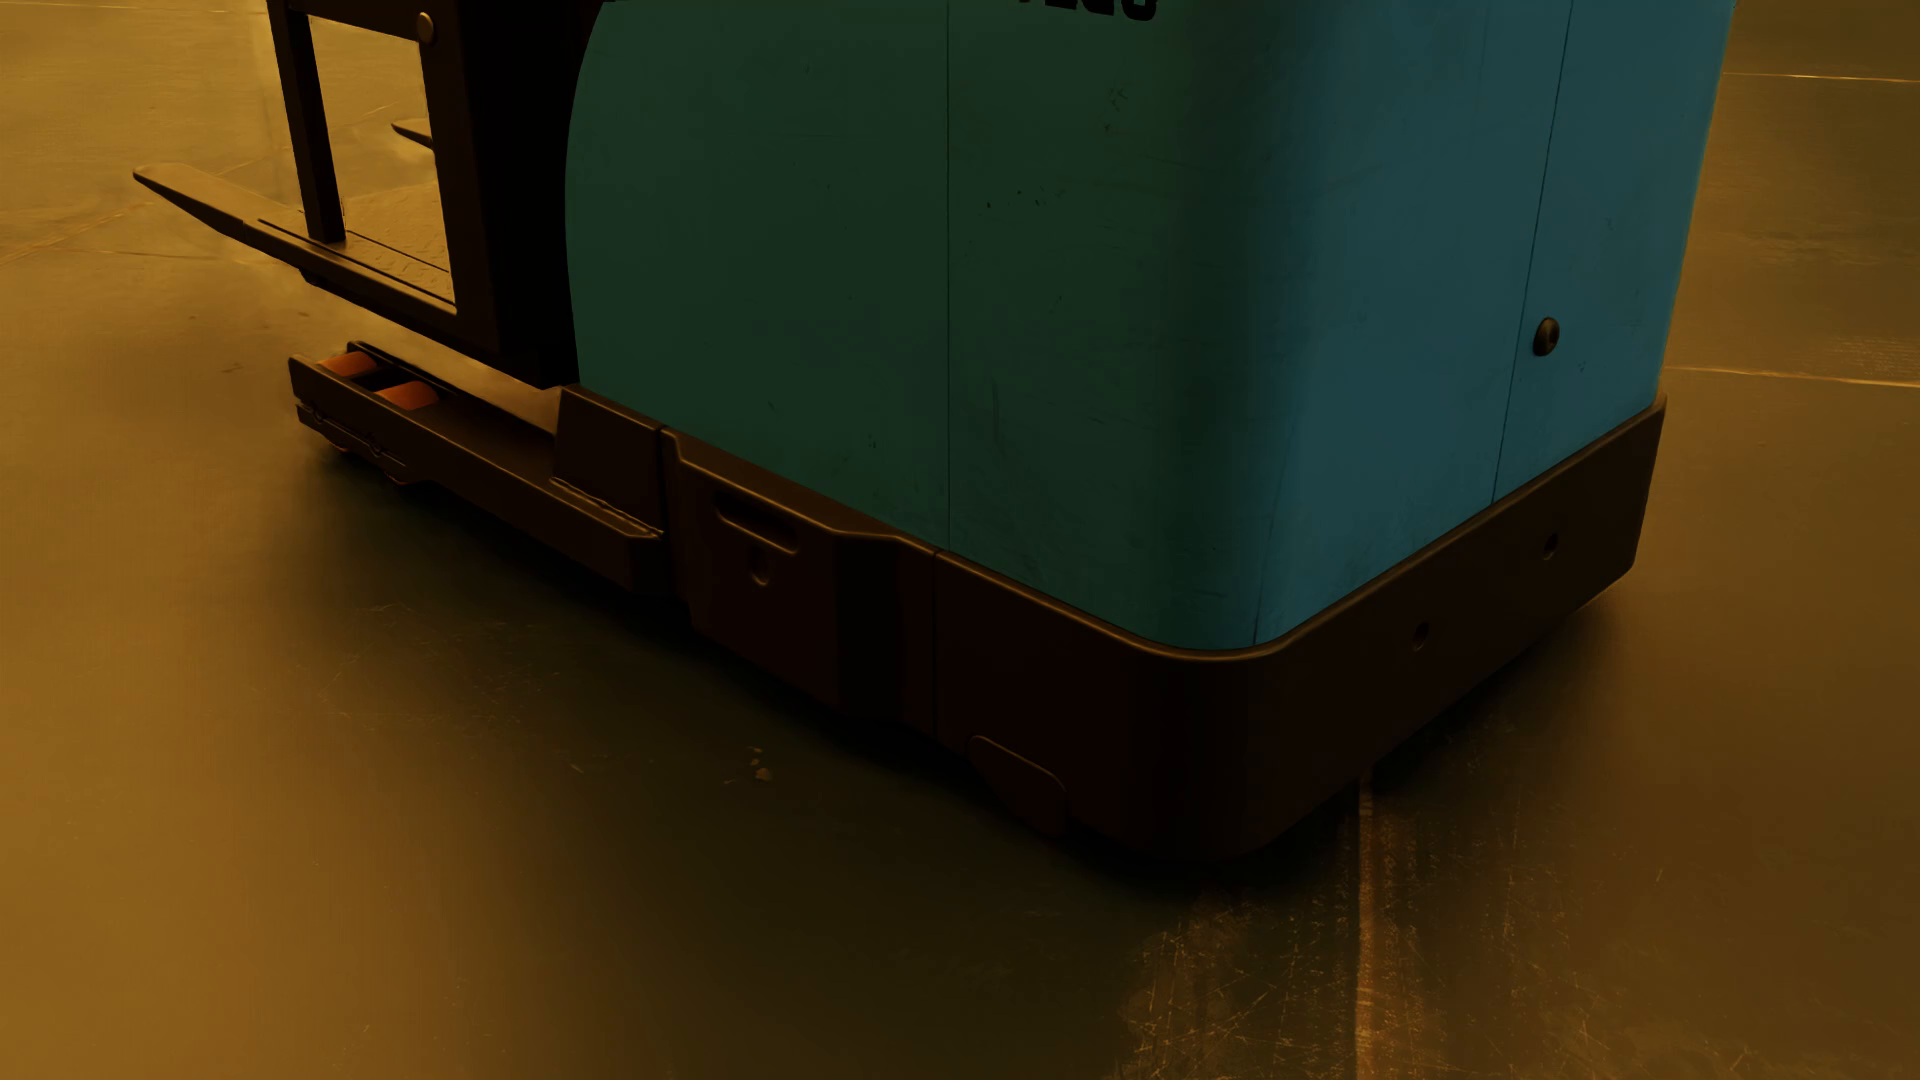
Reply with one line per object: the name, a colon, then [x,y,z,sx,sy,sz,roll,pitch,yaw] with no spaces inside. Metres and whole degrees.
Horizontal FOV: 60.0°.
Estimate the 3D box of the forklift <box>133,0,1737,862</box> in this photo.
forklift: [-0.472,-1.542,2.302,3.031,2.935,1.130,24,35,39]
